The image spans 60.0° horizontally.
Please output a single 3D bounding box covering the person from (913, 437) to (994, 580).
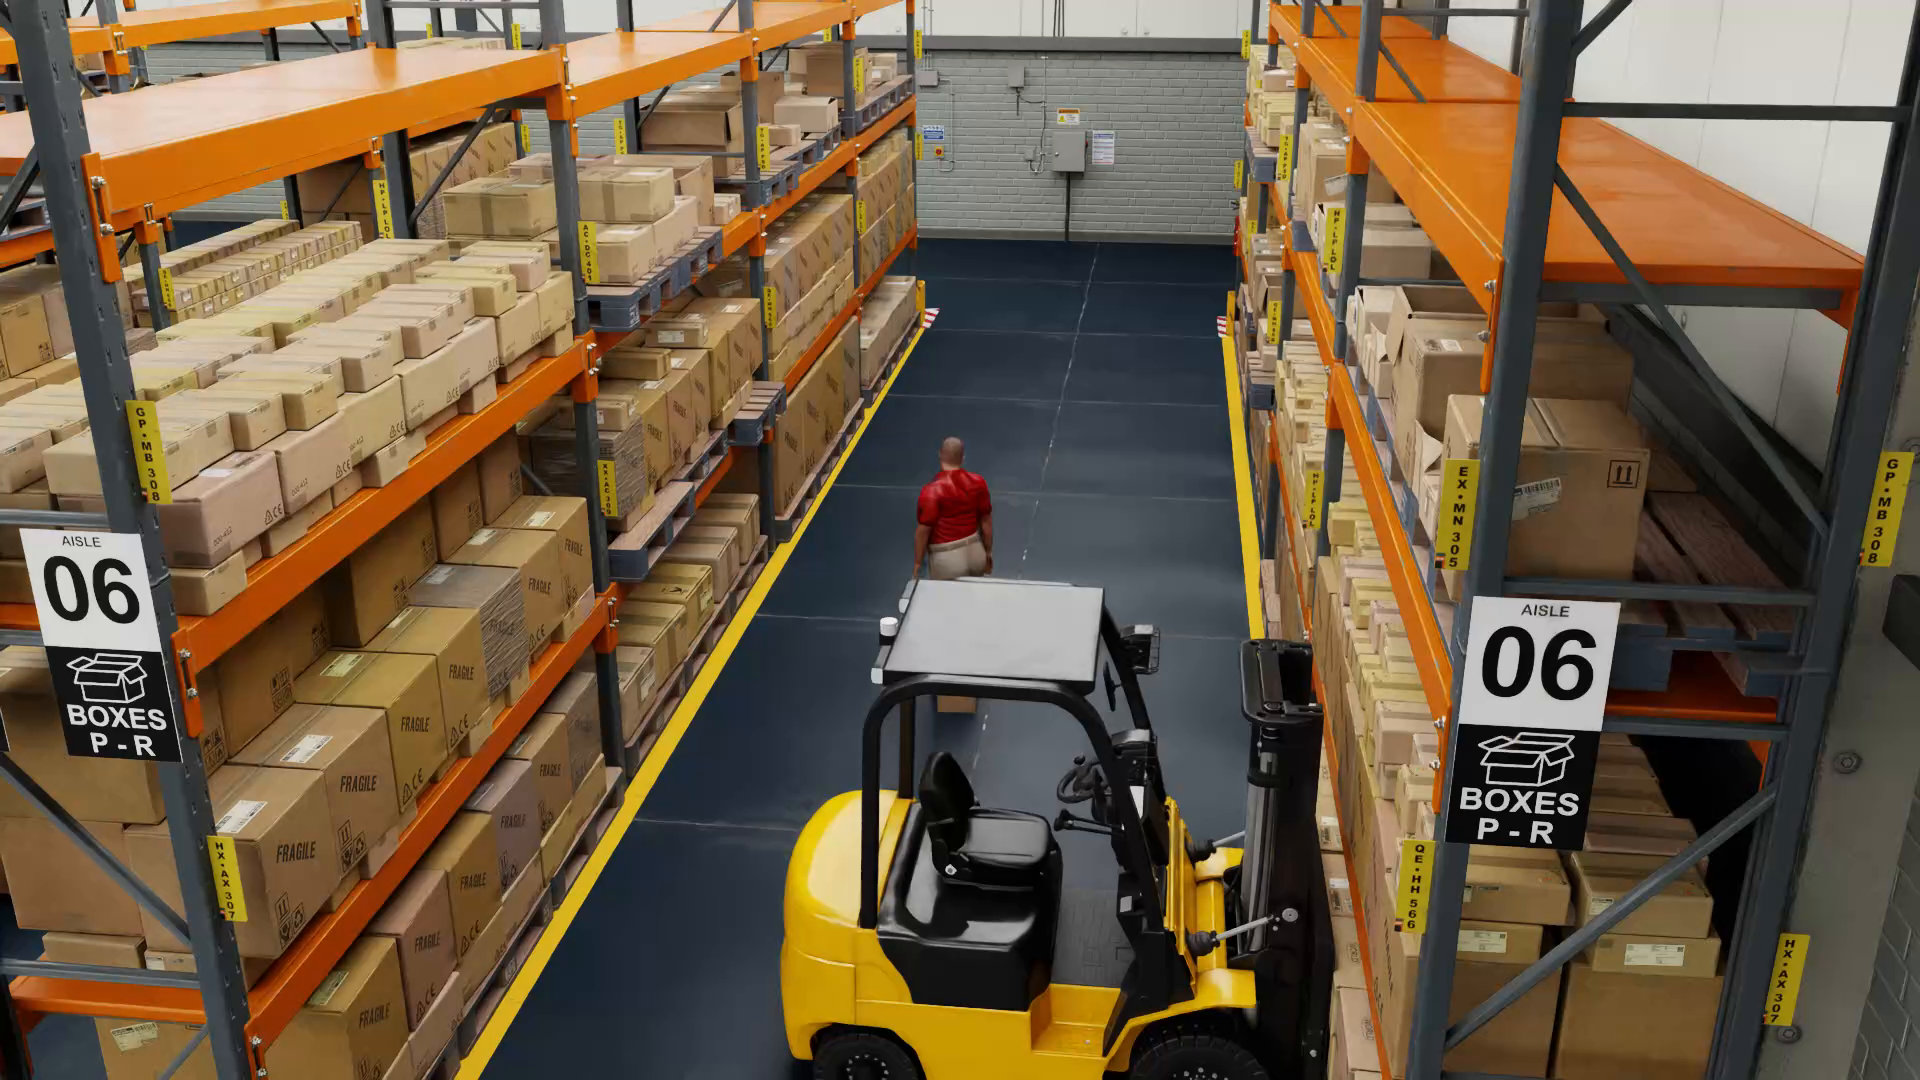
[{"bbox_3d":[-0.048,0.133,11.132,0.614,1.710,0.652,-19,28,-40],"label":"person"}]
